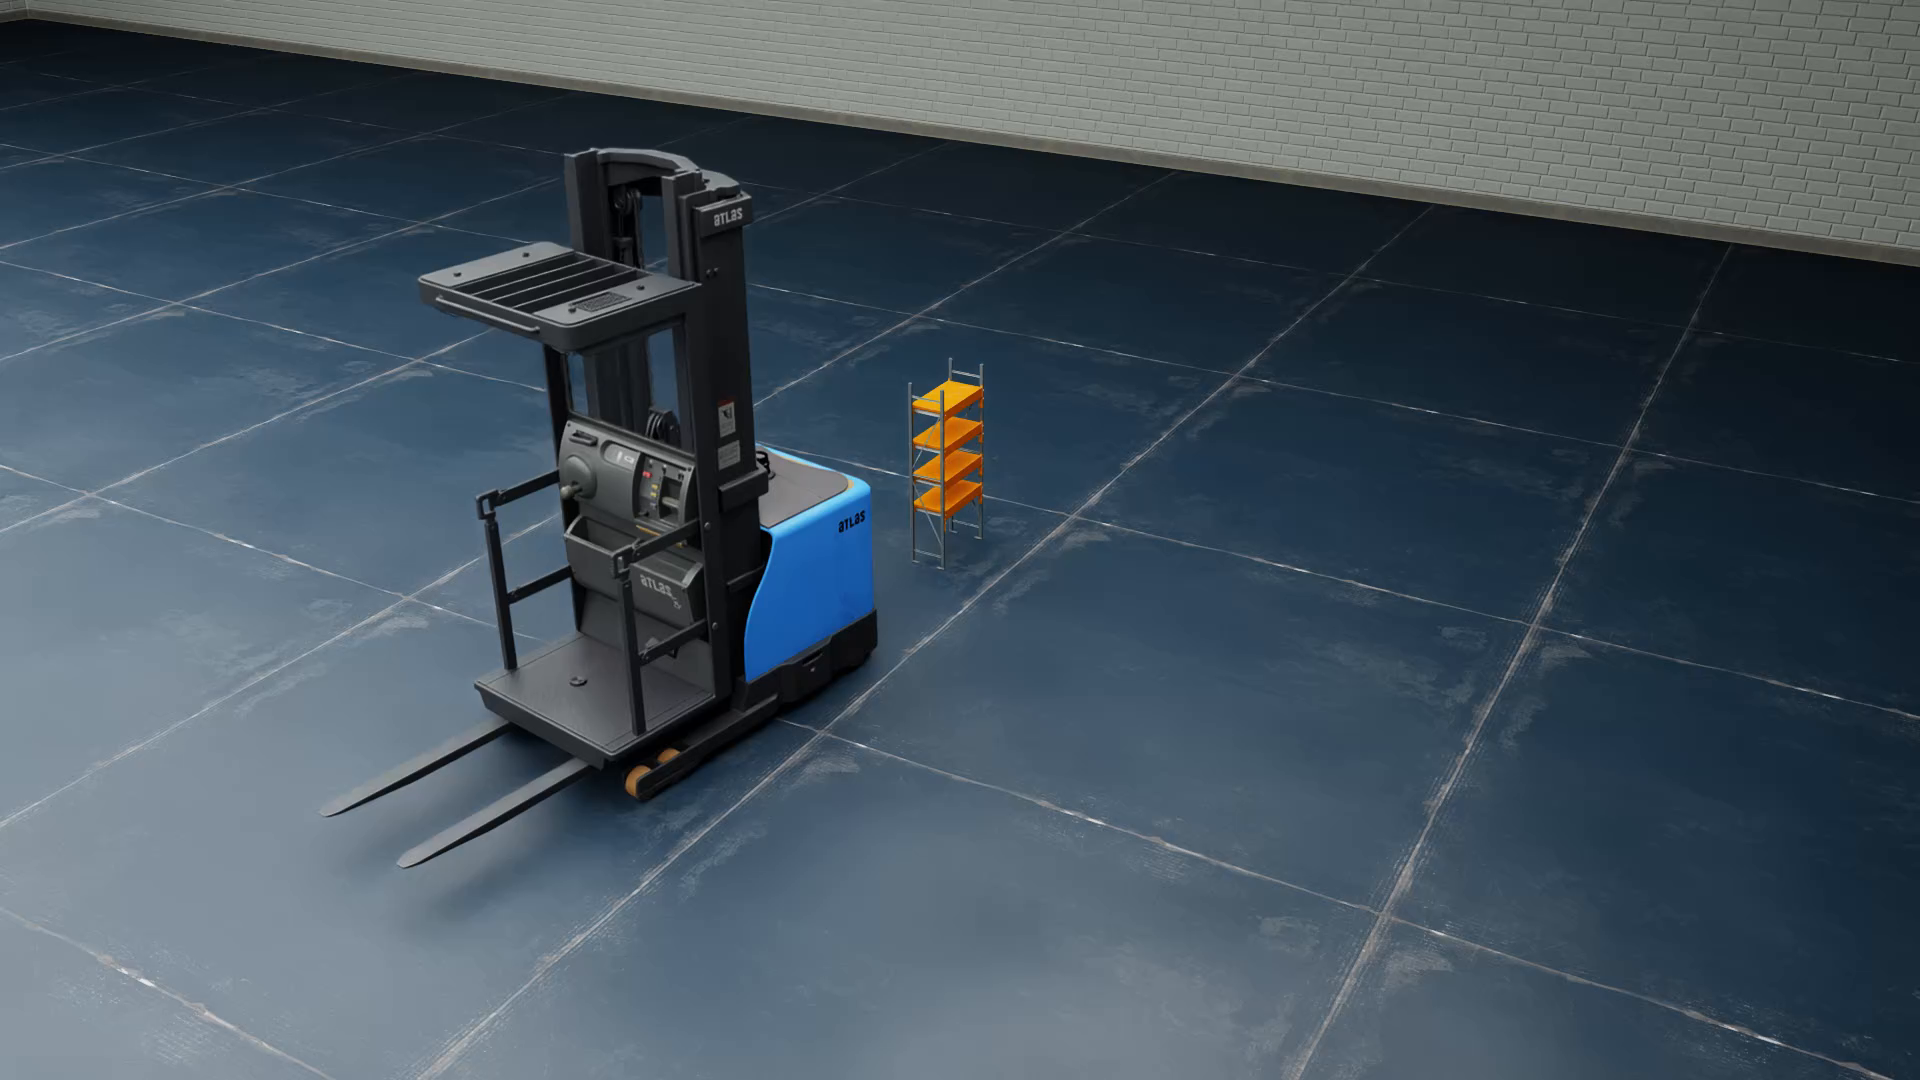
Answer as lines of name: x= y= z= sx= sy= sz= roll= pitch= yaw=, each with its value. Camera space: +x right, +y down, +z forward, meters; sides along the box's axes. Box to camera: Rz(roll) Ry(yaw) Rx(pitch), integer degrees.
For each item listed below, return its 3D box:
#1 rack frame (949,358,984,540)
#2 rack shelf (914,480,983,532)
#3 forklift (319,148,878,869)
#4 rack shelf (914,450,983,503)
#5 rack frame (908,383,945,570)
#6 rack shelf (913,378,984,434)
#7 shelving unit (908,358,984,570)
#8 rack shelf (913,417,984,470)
rack frame: x=0.039 y=-0.567 z=10.543 sx=0.240 sy=1.200 sz=0.015 roll=14 pitch=30 yaw=26
rack shelf: x=-0.081 y=-0.234 z=10.472 sx=0.258 sy=0.148 sz=0.480 roll=14 pitch=30 yaw=26
forklift: x=-1.777 y=-0.282 z=8.038 sx=1.130 sy=2.935 sz=3.031 roll=20 pitch=33 yaw=34
rack shelf: x=-0.081 y=-0.412 z=10.383 sx=0.258 sy=0.148 sz=0.480 roll=14 pitch=30 yaw=26
rack frame: x=-0.201 y=-0.377 z=10.163 sx=0.240 sy=1.200 sz=0.015 roll=14 pitch=30 yaw=26
rack shelf: x=-0.081 y=-0.823 z=10.177 sx=0.258 sy=0.148 sz=0.480 roll=14 pitch=30 yaw=26
shelving unit: x=-0.081 y=-0.472 z=10.353 sx=0.258 sy=1.200 sz=0.503 roll=14 pitch=30 yaw=26
rack shelf: x=-0.081 y=-0.612 z=10.283 sx=0.258 sy=0.148 sz=0.480 roll=14 pitch=30 yaw=26
